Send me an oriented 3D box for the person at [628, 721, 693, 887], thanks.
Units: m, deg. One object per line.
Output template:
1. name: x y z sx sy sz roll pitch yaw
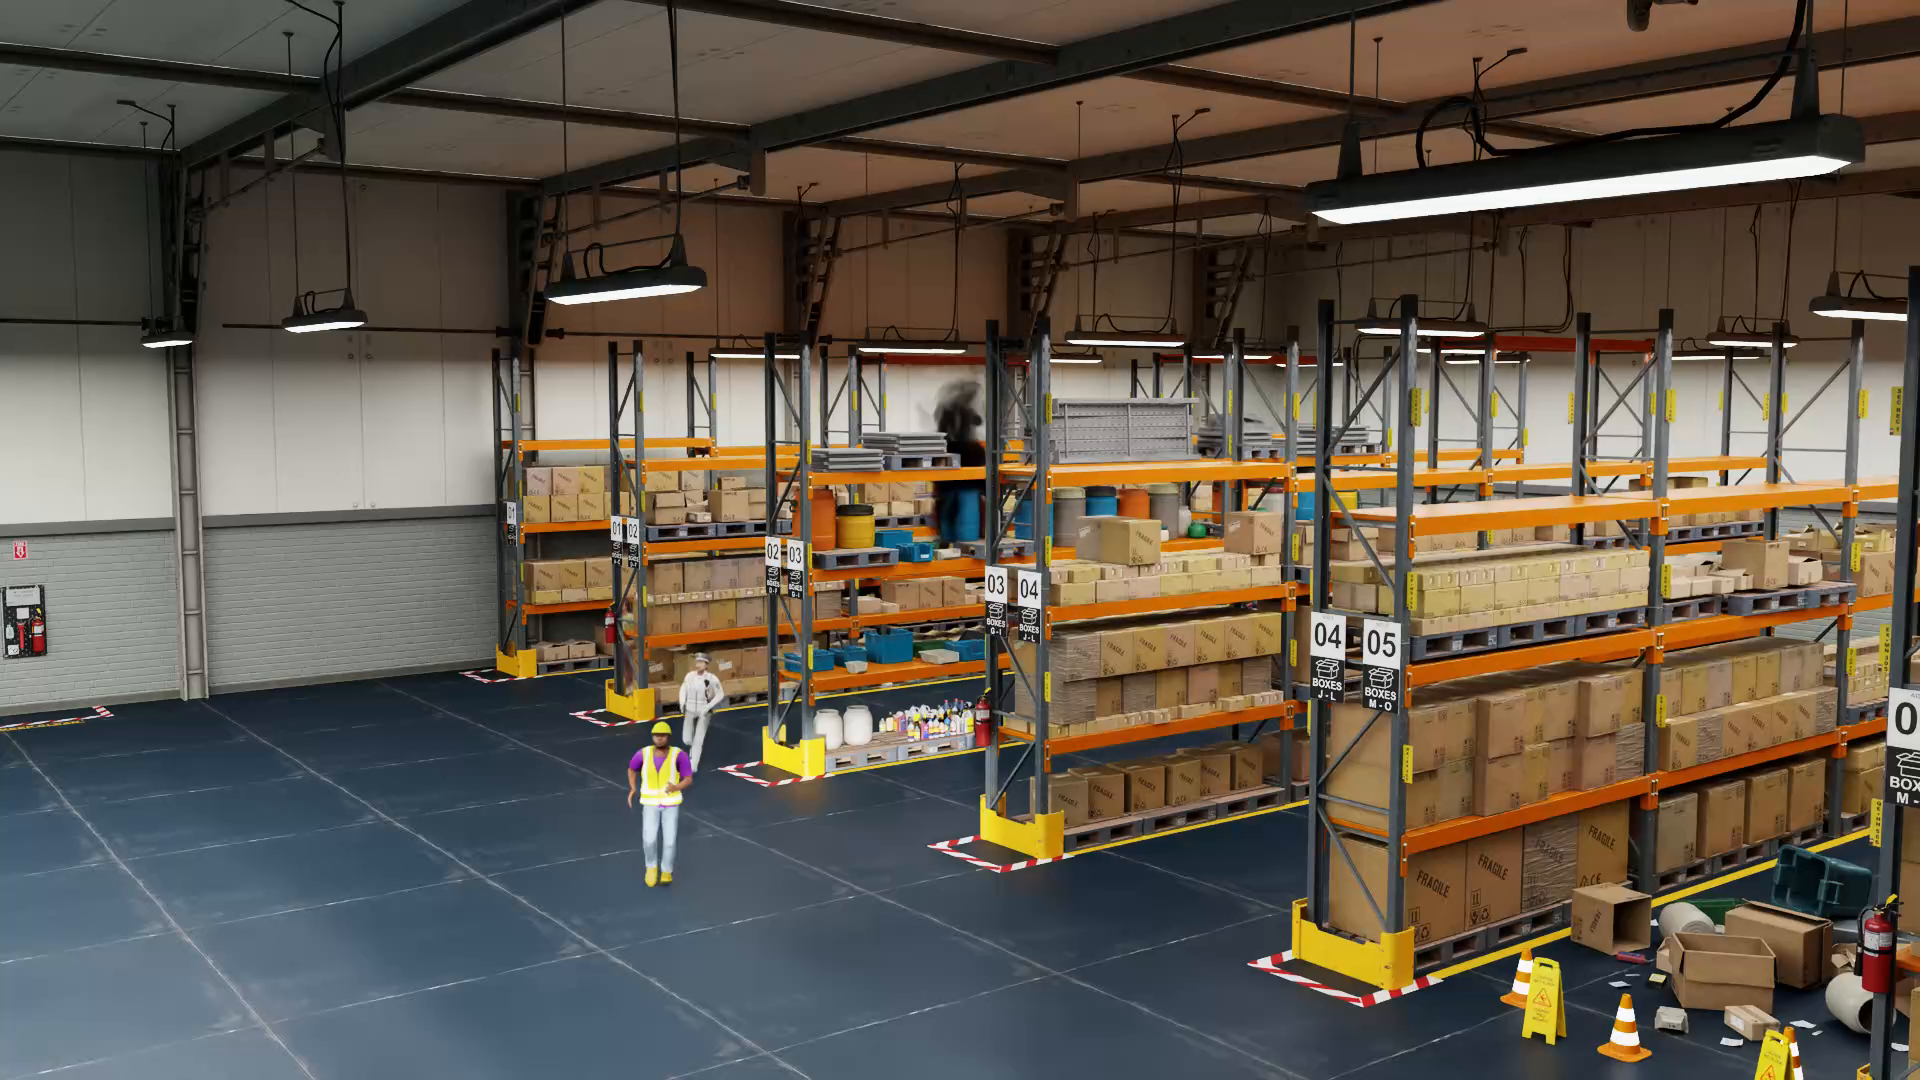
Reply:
1. person: -3.128 2.760 17.350 0.687 1.734 0.668 -1 5 -7

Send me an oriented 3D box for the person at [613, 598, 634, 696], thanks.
1. person: -5.751 1.834 28.479 0.613 1.696 0.559 -4 7 -40

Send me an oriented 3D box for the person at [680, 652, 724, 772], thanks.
1. person: -3.547 2.343 22.872 0.638 1.647 0.521 1 5 10
